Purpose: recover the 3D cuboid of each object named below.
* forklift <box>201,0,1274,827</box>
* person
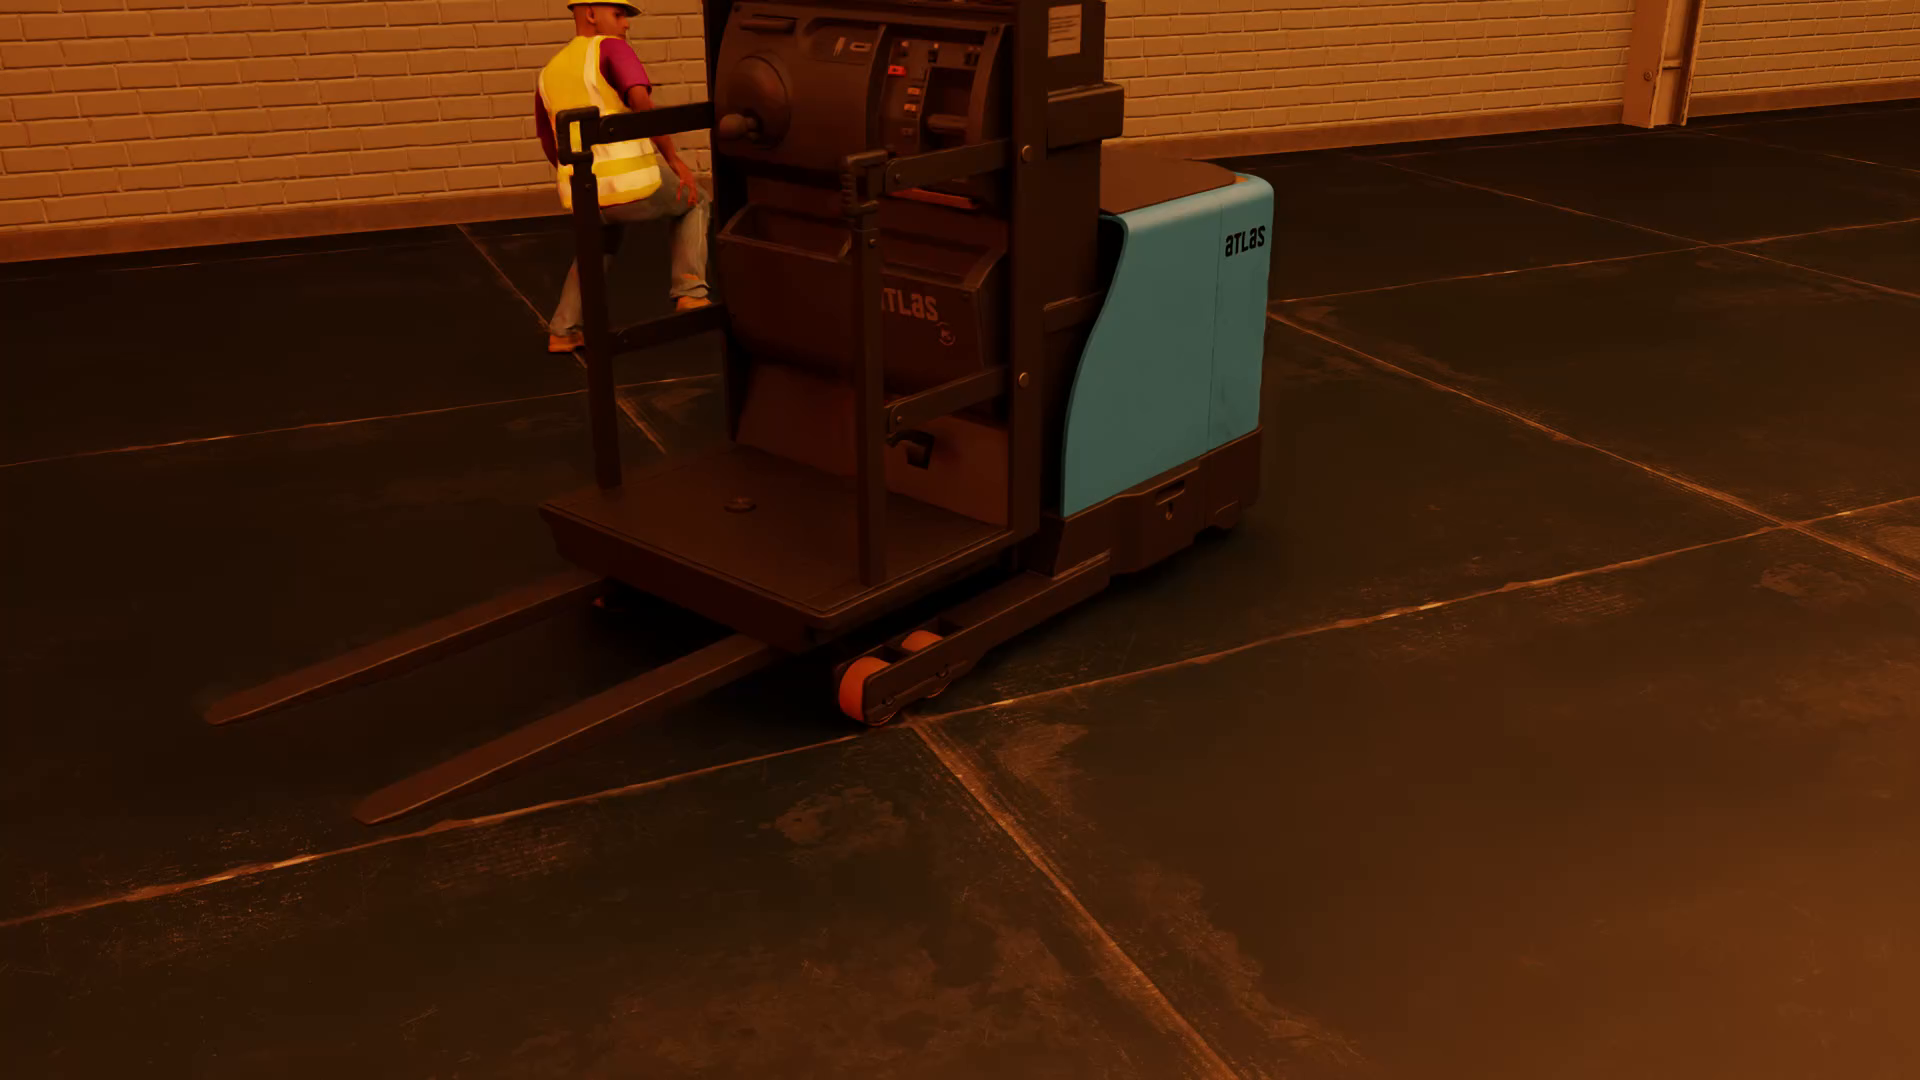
[{"bbox_3d":[-0.406,-1.121,3.985,1.130,2.935,3.031,18,29,37],"label":"forklift"},{"bbox_3d":[-1.353,-1.503,6.818,0.841,1.521,0.693,8,24,19],"label":"person"}]
